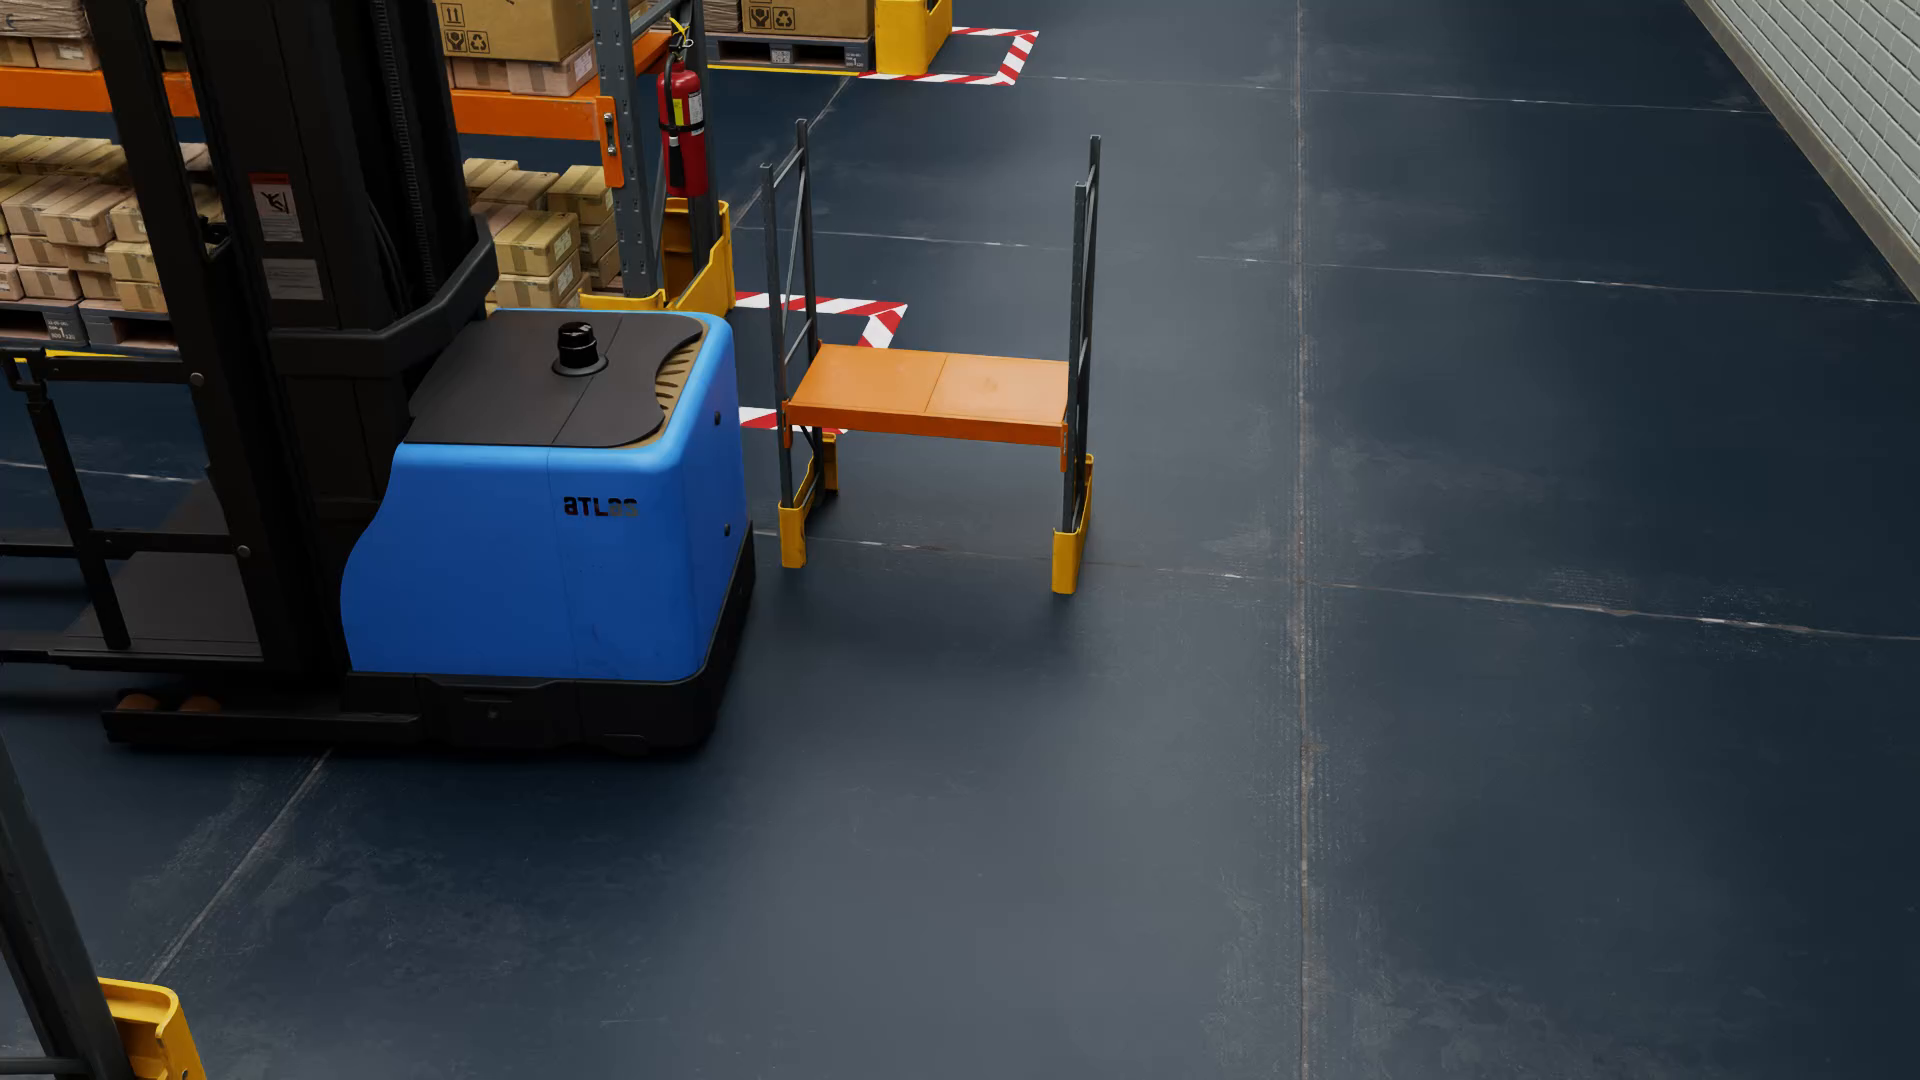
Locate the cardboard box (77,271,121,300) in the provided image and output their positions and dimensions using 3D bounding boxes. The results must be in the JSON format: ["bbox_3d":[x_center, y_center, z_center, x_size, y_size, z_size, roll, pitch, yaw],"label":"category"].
[{"bbox_3d":[-3.865,-1.258,7.724,0.250,0.149,0.380,4,32,6],"label":"cardboard box"}]

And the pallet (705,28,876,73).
[{"bbox_3d":[-1.140,-3.587,11.781,1.213,0.211,1.003,5,32,8],"label":"pallet"}]

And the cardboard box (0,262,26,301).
[{"bbox_3d":[-4.395,-1.261,7.728,0.250,0.149,0.380,5,32,8],"label":"cardboard box"}]

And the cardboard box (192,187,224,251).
[{"bbox_3d":[-3.375,-1.440,7.454,0.250,0.149,0.380,5,32,8],"label":"cardboard box"}]

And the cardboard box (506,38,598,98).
[{"bbox_3d":[-1.642,-1.928,6.740,0.250,0.149,0.380,5,32,8],"label":"cardboard box"}]

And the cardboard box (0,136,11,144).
[{"bbox_3d":[-4.821,-1.836,8.087,0.250,0.149,0.380,6,33,10],"label":"cardboard box"}]

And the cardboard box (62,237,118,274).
[{"bbox_3d":[-3.869,-1.365,7.615,0.250,0.149,0.380,7,33,10],"label":"cardboard box"}]

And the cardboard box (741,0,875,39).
[{"bbox_3d":[-0.983,-4.031,11.469,0.875,0.875,0.875,5,32,8],"label":"cardboard box"}]

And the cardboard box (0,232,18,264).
[{"bbox_3d":[-4.402,-1.428,7.714,0.250,0.149,0.380,5,32,8],"label":"cardboard box"}]

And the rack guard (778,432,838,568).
[{"bbox_3d":[-0.566,-0.157,6.266,0.087,0.250,0.587,5,32,8],"label":"rack guard"}]

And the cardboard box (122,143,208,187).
[{"bbox_3d":[-3.791,-1.776,7.991,0.250,0.149,0.380,4,32,6],"label":"cardboard box"}]

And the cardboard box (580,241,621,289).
[{"bbox_3d":[-1.735,-1.337,7.850,0.250,0.149,0.380,6,33,9],"label":"cardboard box"}]

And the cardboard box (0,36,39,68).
[{"bbox_3d":[-3.948,-2.143,7.083,0.250,0.149,0.380,6,33,9],"label":"cardboard box"}]

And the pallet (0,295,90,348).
[{"bbox_3d":[-4.548,-1.287,8.107,1.213,0.211,1.003,5,32,8],"label":"pallet"}]

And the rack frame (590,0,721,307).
[{"bbox_3d":[-1.273,-2.153,6.863,0.127,3.000,1.000,5,32,8],"label":"rack frame"}]

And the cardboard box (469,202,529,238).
[{"bbox_3d":[-2.075,-1.342,7.298,0.250,0.149,0.380,6,33,9],"label":"cardboard box"}]

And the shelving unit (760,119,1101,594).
[{"bbox_3d":[-0.075,-0.643,5.863,1.083,1.500,0.587,5,32,8],"label":"shelving unit"}]

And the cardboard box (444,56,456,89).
[{"bbox_3d":[-2.130,-1.984,6.830,0.250,0.149,0.380,5,32,8],"label":"cardboard box"}]

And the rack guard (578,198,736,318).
[{"bbox_3d":[-1.348,-1.100,7.537,0.348,0.500,1.175,5,32,8],"label":"rack guard"}]

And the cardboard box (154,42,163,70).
[{"bbox_3d":[-3.413,-2.116,7.039,0.250,0.149,0.380,6,33,10],"label":"cardboard box"}]

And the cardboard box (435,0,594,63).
[{"bbox_3d":[-1.759,-2.227,6.606,0.500,0.500,0.500,6,33,9],"label":"cardboard box"}]

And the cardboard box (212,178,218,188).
[{"bbox_3d":[-3.297,-1.679,7.836,0.250,0.149,0.380,5,32,8],"label":"cardboard box"}]

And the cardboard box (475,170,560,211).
[{"bbox_3d":[-2.024,-1.561,7.647,0.250,0.149,0.380,6,33,9],"label":"cardboard box"}]

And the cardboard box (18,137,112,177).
[{"bbox_3d":[-4.316,-1.816,8.054,0.250,0.149,0.380,5,32,8],"label":"cardboard box"}]

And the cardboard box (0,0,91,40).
[{"bbox_3d":[-3.791,-2.399,6.880,0.500,0.500,0.500,5,32,7],"label":"cardboard box"}]

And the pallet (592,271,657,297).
[{"bbox_3d":[-2.143,-1.069,7.759,1.213,0.211,1.003,5,32,8],"label":"pallet"}]

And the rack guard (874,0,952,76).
[{"bbox_3d":[-0.315,-3.677,11.653,0.348,0.500,1.175,5,32,8],"label":"rack guard"}]

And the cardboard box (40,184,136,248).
[{"bbox_3d":[-3.894,-1.464,7.492,0.250,0.149,0.380,6,33,9],"label":"cardboard box"}]

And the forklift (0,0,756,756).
[{"bbox_3d":[-2.260,-0.866,4.871,3.031,2.935,1.130,2,32,3],"label":"forklift"}]

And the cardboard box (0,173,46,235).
[{"bbox_3d":[-4.392,-1.541,7.614,0.250,0.149,0.380,5,32,8],"label":"cardboard box"}]

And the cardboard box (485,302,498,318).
[{"bbox_3d":[-2.097,-1.031,7.361,0.250,0.149,0.380,6,33,10],"label":"cardboard box"}]

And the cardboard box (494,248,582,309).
[{"bbox_3d":[-1.841,-1.147,7.266,0.250,0.149,0.380,4,32,7],"label":"cardboard box"}]

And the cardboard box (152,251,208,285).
[{"bbox_3d":[-3.392,-1.274,7.470,0.250,0.149,0.380,5,32,9],"label":"cardboard box"}]

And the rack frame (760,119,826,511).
[{"bbox_3d":[-0.585,-0.689,5.937,0.032,1.500,0.500,5,32,8],"label":"rack frame"}]
